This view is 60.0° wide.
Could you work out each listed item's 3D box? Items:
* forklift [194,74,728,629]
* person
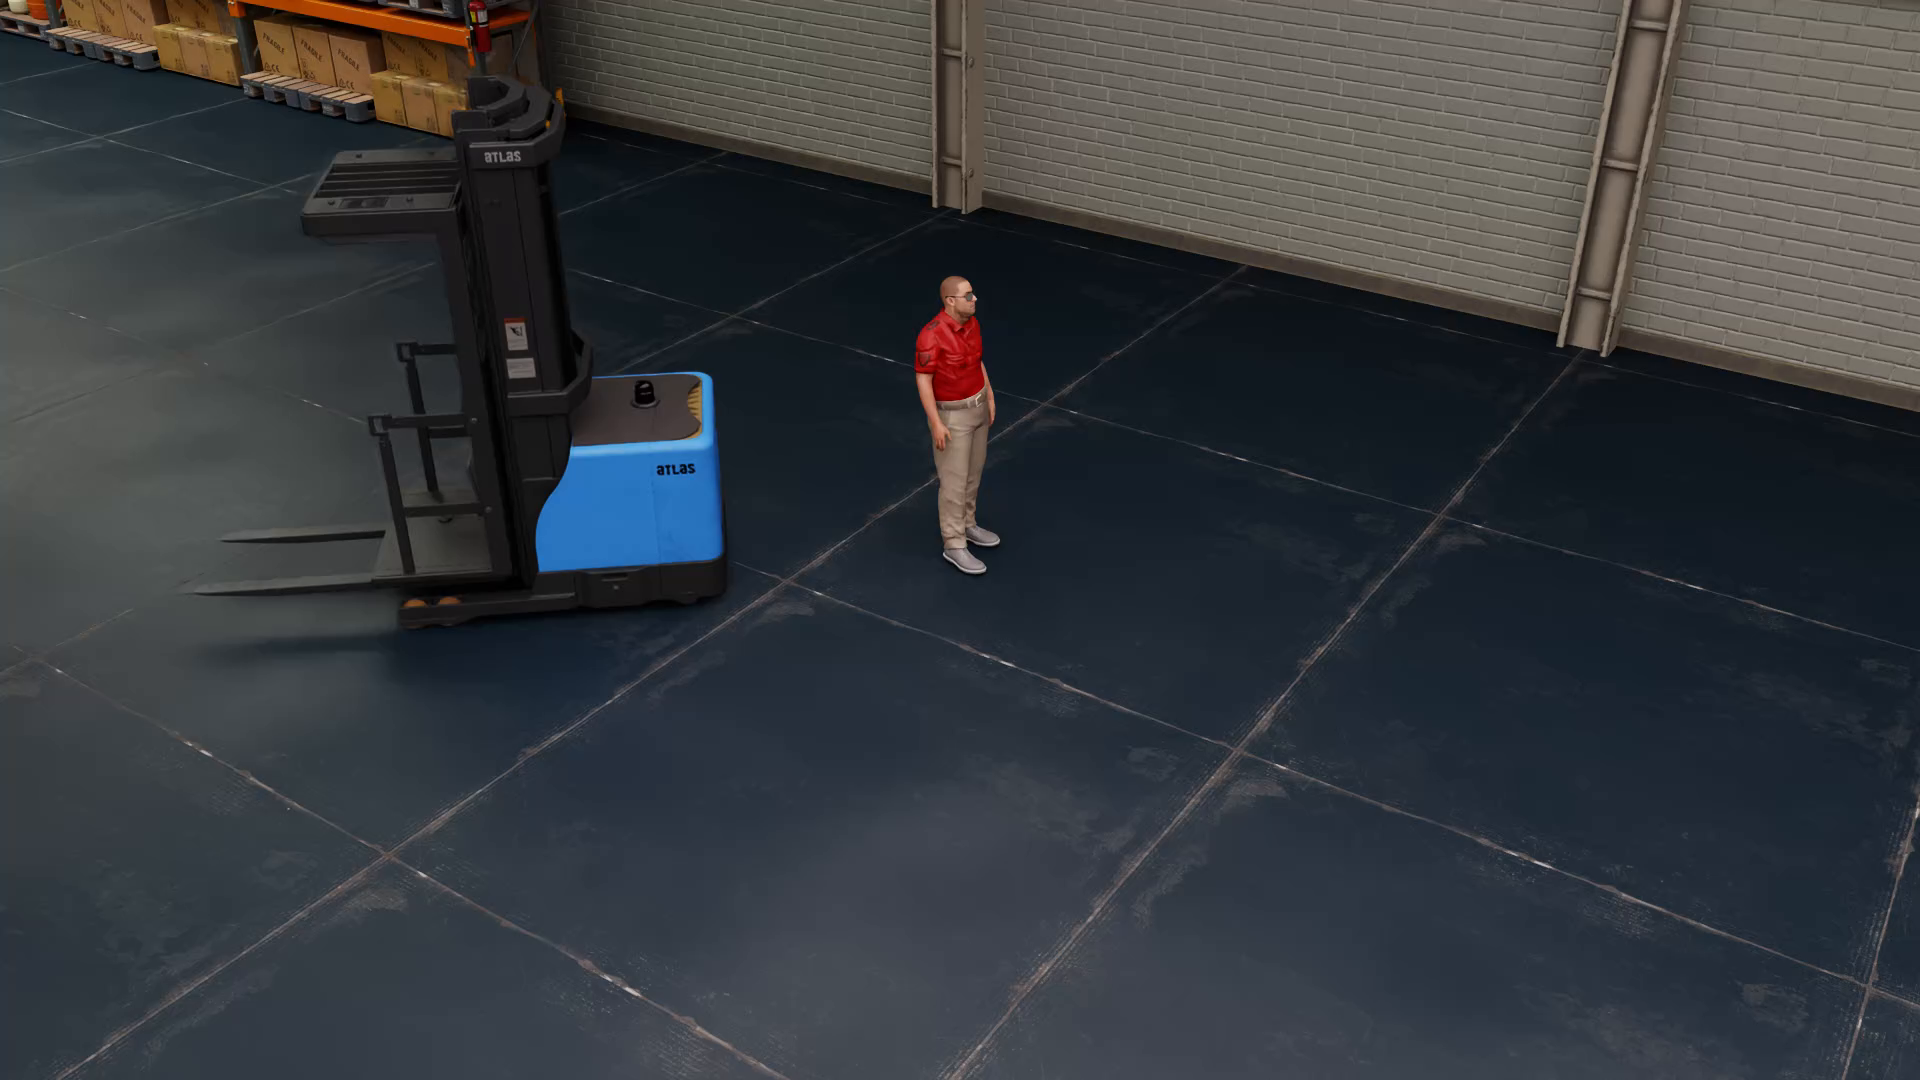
[{"bbox_3d":[-2.938,-1.038,9.369,3.031,2.935,1.130,-4,30,-7],"label":"forklift"},{"bbox_3d":[0.068,-0.723,10.011,0.551,1.727,0.640,19,35,29],"label":"person"}]
